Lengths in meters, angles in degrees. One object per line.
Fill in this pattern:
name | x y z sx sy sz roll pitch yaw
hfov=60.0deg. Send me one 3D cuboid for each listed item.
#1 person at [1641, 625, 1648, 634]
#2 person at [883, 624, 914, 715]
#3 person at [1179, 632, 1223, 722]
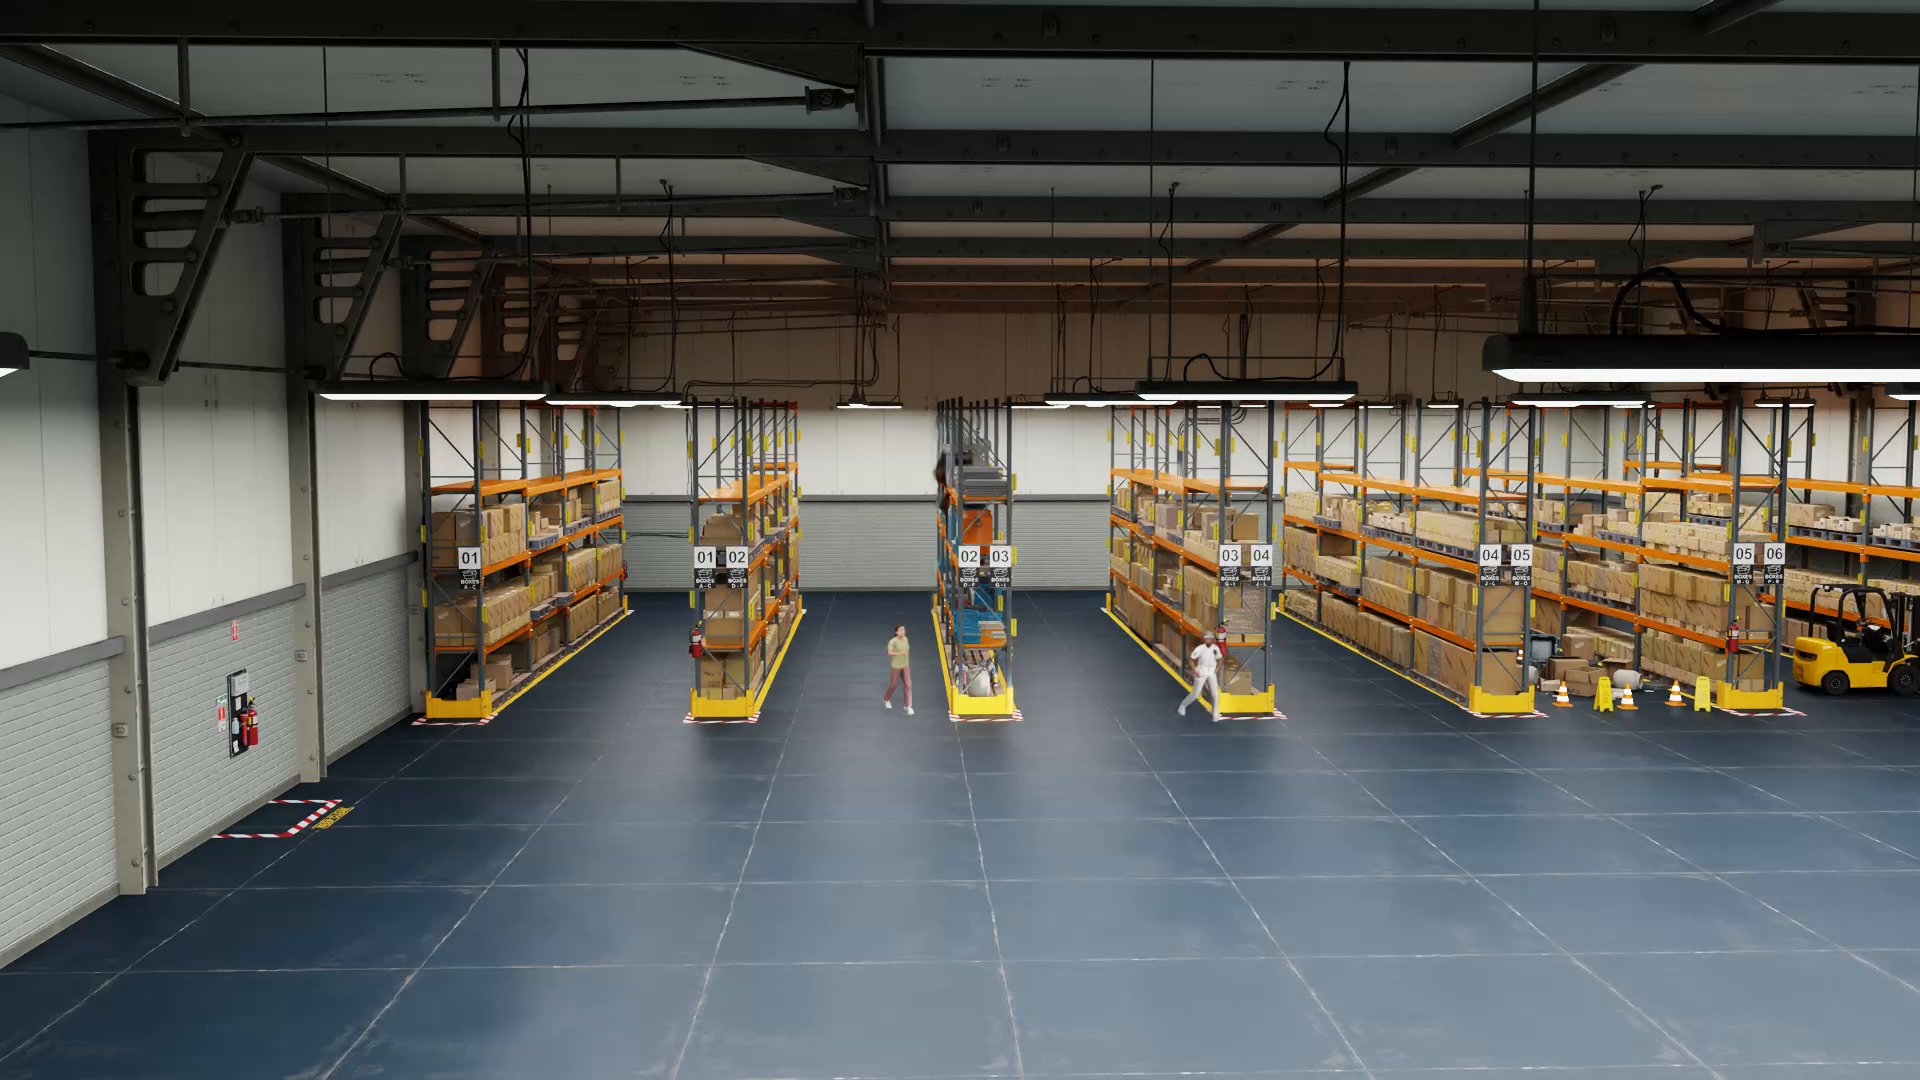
person | 16.501 1.824 39.603 0.638 1.762 0.736 0 4 -2
person | -1.170 2.422 31.567 0.562 1.678 0.948 -3 5 -35
person | 4.525 2.531 30.959 0.809 1.695 0.671 -1 5 -14
